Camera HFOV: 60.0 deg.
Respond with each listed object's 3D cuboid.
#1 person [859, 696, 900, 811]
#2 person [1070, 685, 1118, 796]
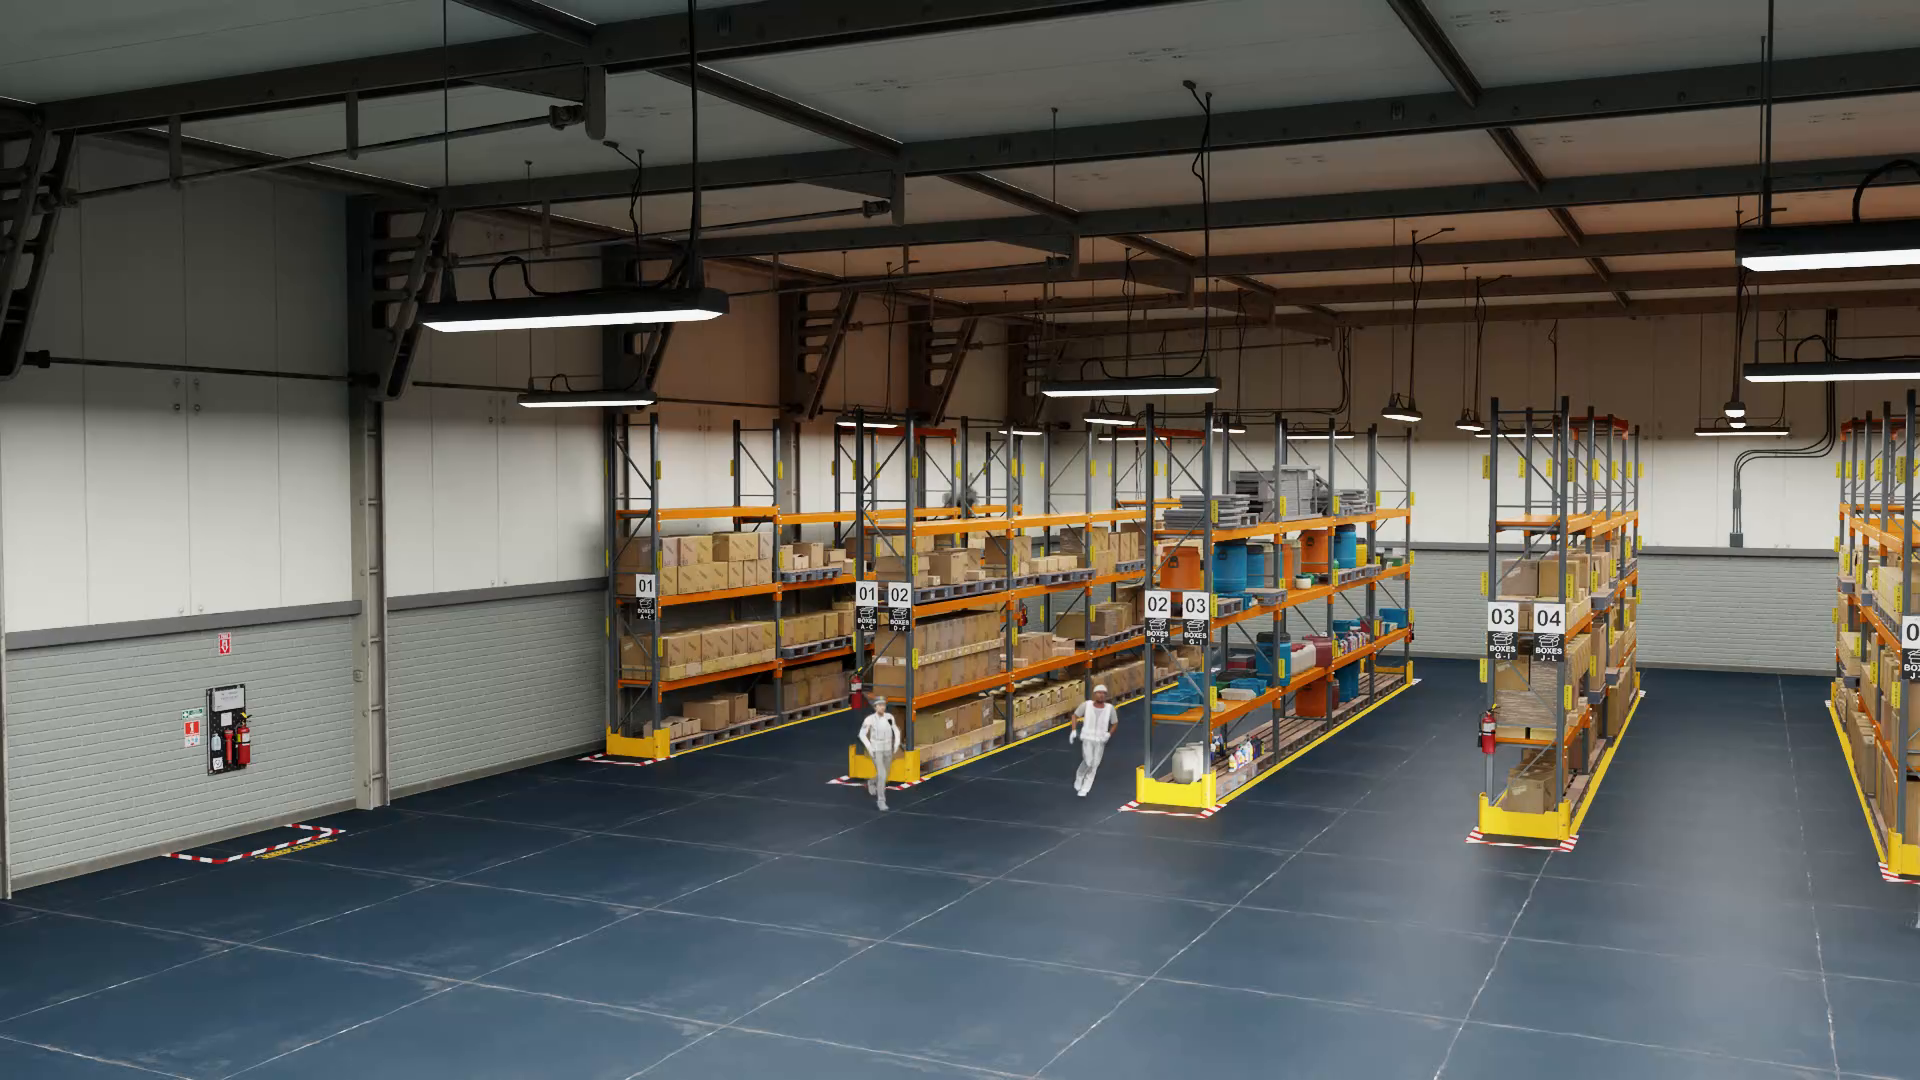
[{"bbox_3d":[-1.214,3.139,24.725,0.628,1.696,0.701,-1,3,-28],"label":"person"},{"bbox_3d":[2.062,3.072,25.409,0.727,1.710,0.586,0,2,-3],"label":"person"}]
